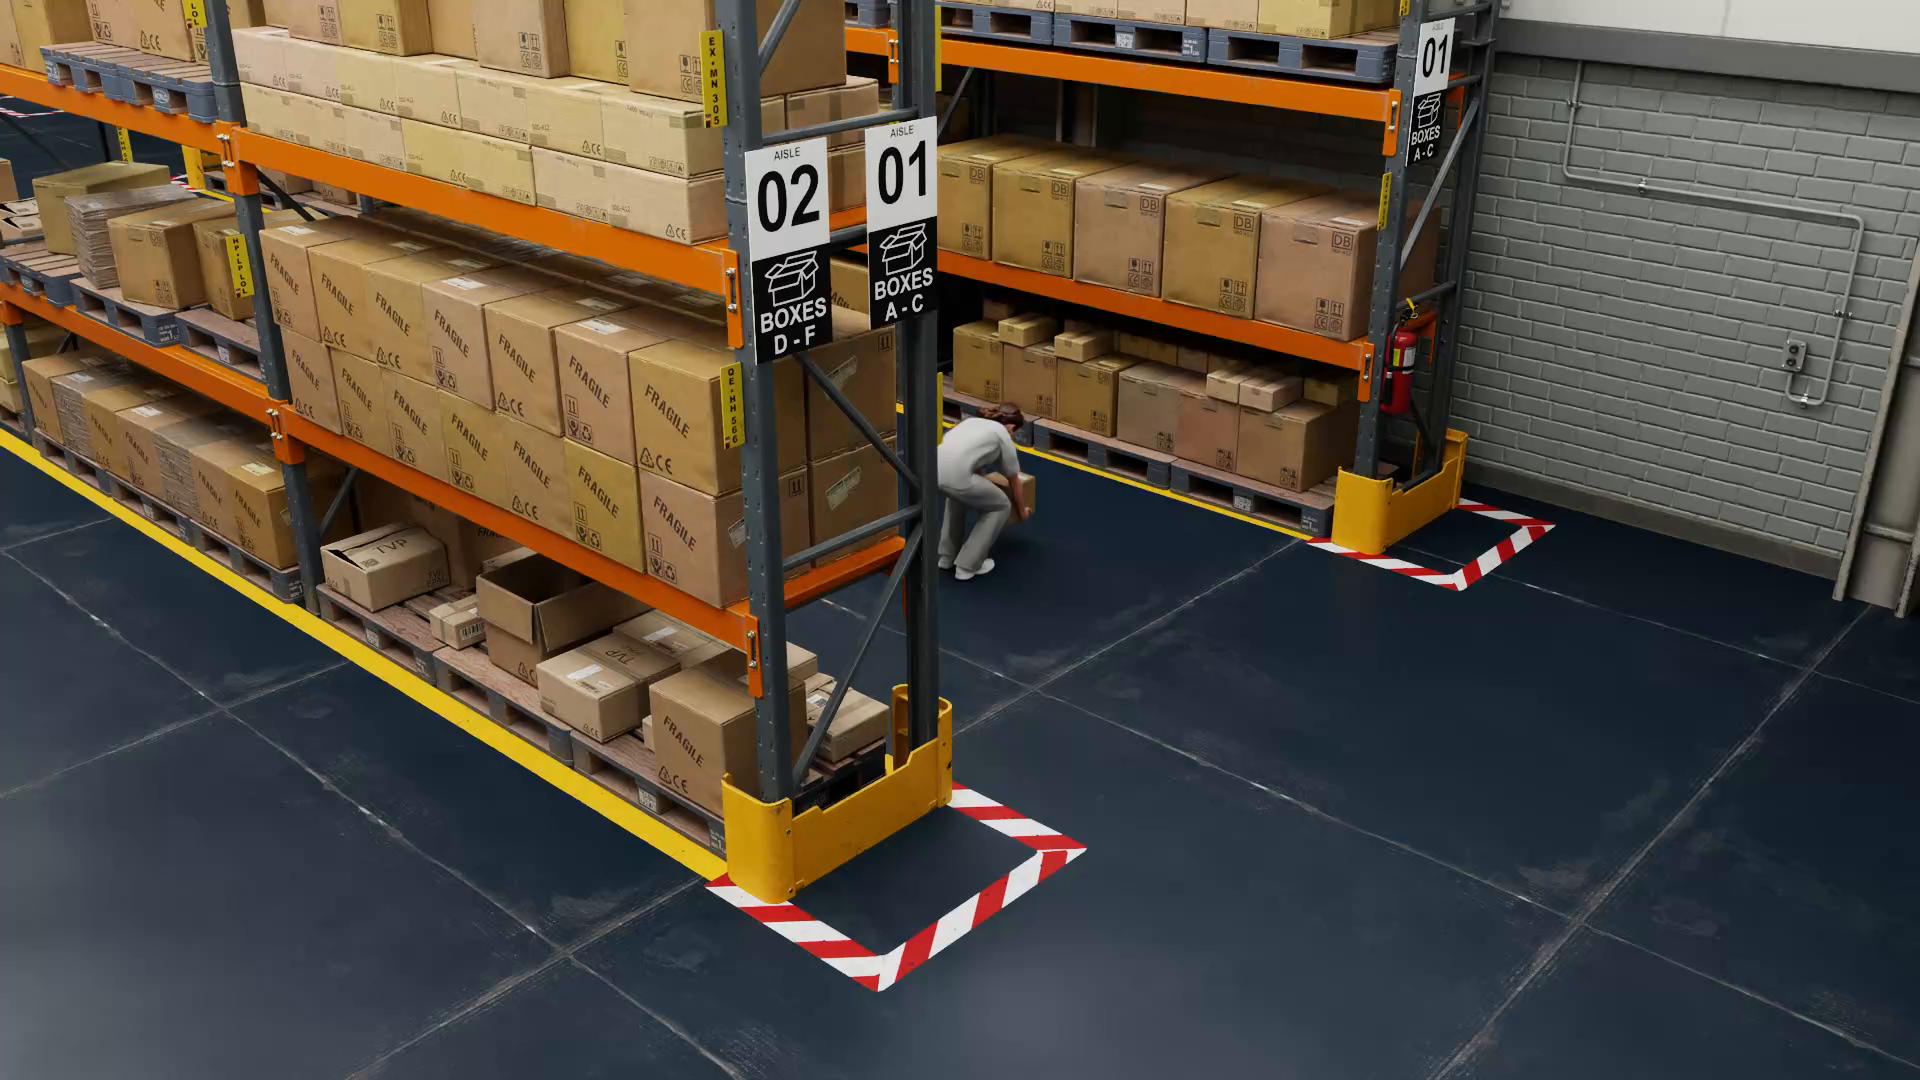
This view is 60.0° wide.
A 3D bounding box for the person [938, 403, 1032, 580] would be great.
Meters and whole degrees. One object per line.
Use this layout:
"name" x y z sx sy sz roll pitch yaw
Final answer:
"person" 0.108 -0.307 10.179 0.464 0.955 0.862 18 30 35
